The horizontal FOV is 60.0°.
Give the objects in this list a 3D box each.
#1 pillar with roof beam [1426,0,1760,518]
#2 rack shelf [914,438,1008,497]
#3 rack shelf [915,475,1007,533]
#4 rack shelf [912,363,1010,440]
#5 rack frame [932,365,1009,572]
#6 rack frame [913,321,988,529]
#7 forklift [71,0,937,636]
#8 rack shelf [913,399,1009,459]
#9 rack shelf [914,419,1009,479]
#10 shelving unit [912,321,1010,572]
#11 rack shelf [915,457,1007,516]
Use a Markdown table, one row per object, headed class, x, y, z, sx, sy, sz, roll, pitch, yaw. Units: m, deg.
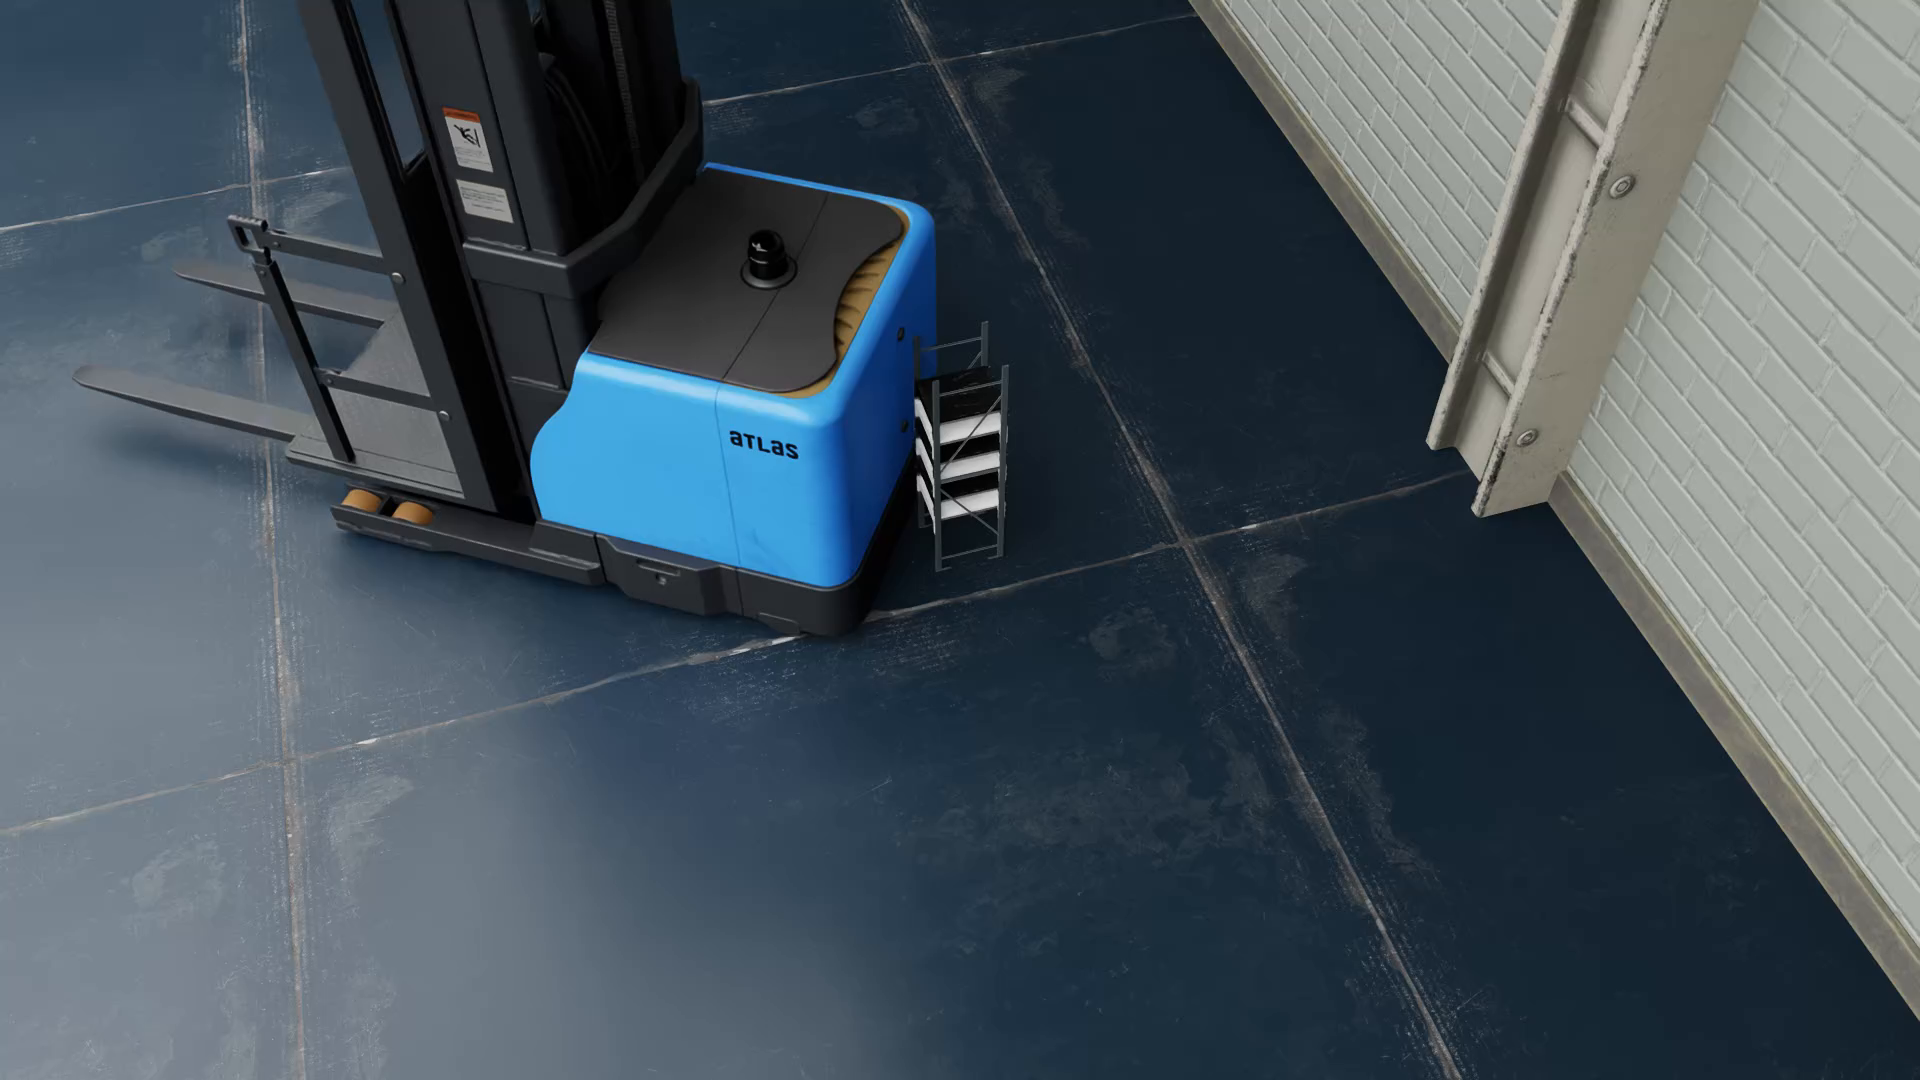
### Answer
| class | x | y | z | sx | sy | sz | roll | pitch | yaw |
| --- | --- | --- | --- | --- | --- | --- | --- | --- | --- |
| pillar with roof beam | -2.212 | -2.184 | 1.705 | 9.100 | 9.000 | 0.400 | -13 | 51 | -11 |
| rack shelf | 0.002 | -0.263 | 5.426 | 0.258 | 0.077 | 0.200 | -13 | 51 | -11 |
| rack shelf | 0.002 | -0.147 | 5.564 | 0.258 | 0.077 | 0.200 | -13 | 51 | -11 |
| rack shelf | 0.002 | -0.437 | 5.220 | 0.258 | 0.077 | 0.200 | -13 | 51 | -11 |
| rack frame | 0.032 | -0.210 | 5.338 | 0.240 | 0.900 | 0.006 | -13 | 51 | -11 |
| rack frame | -0.028 | -0.358 | 5.464 | 0.240 | 0.900 | 0.006 | -13 | 51 | -11 |
| forklift | -1.639 | -1.288 | 4.919 | 3.031 | 2.935 | 1.130 | 13 | 51 | 11 |
| rack shelf | 0.002 | -0.379 | 5.289 | 0.258 | 0.077 | 0.200 | -13 | 51 | -11 |
| rack shelf | 0.002 | -0.321 | 5.358 | 0.258 | 0.077 | 0.200 | -13 | 51 | -11 |
| shelving unit | 0.002 | -0.284 | 5.401 | 0.258 | 0.900 | 0.210 | -13 | 51 | -11 |
| rack shelf | 0.002 | -0.205 | 5.495 | 0.258 | 0.077 | 0.200 | -13 | 51 | -11 |
